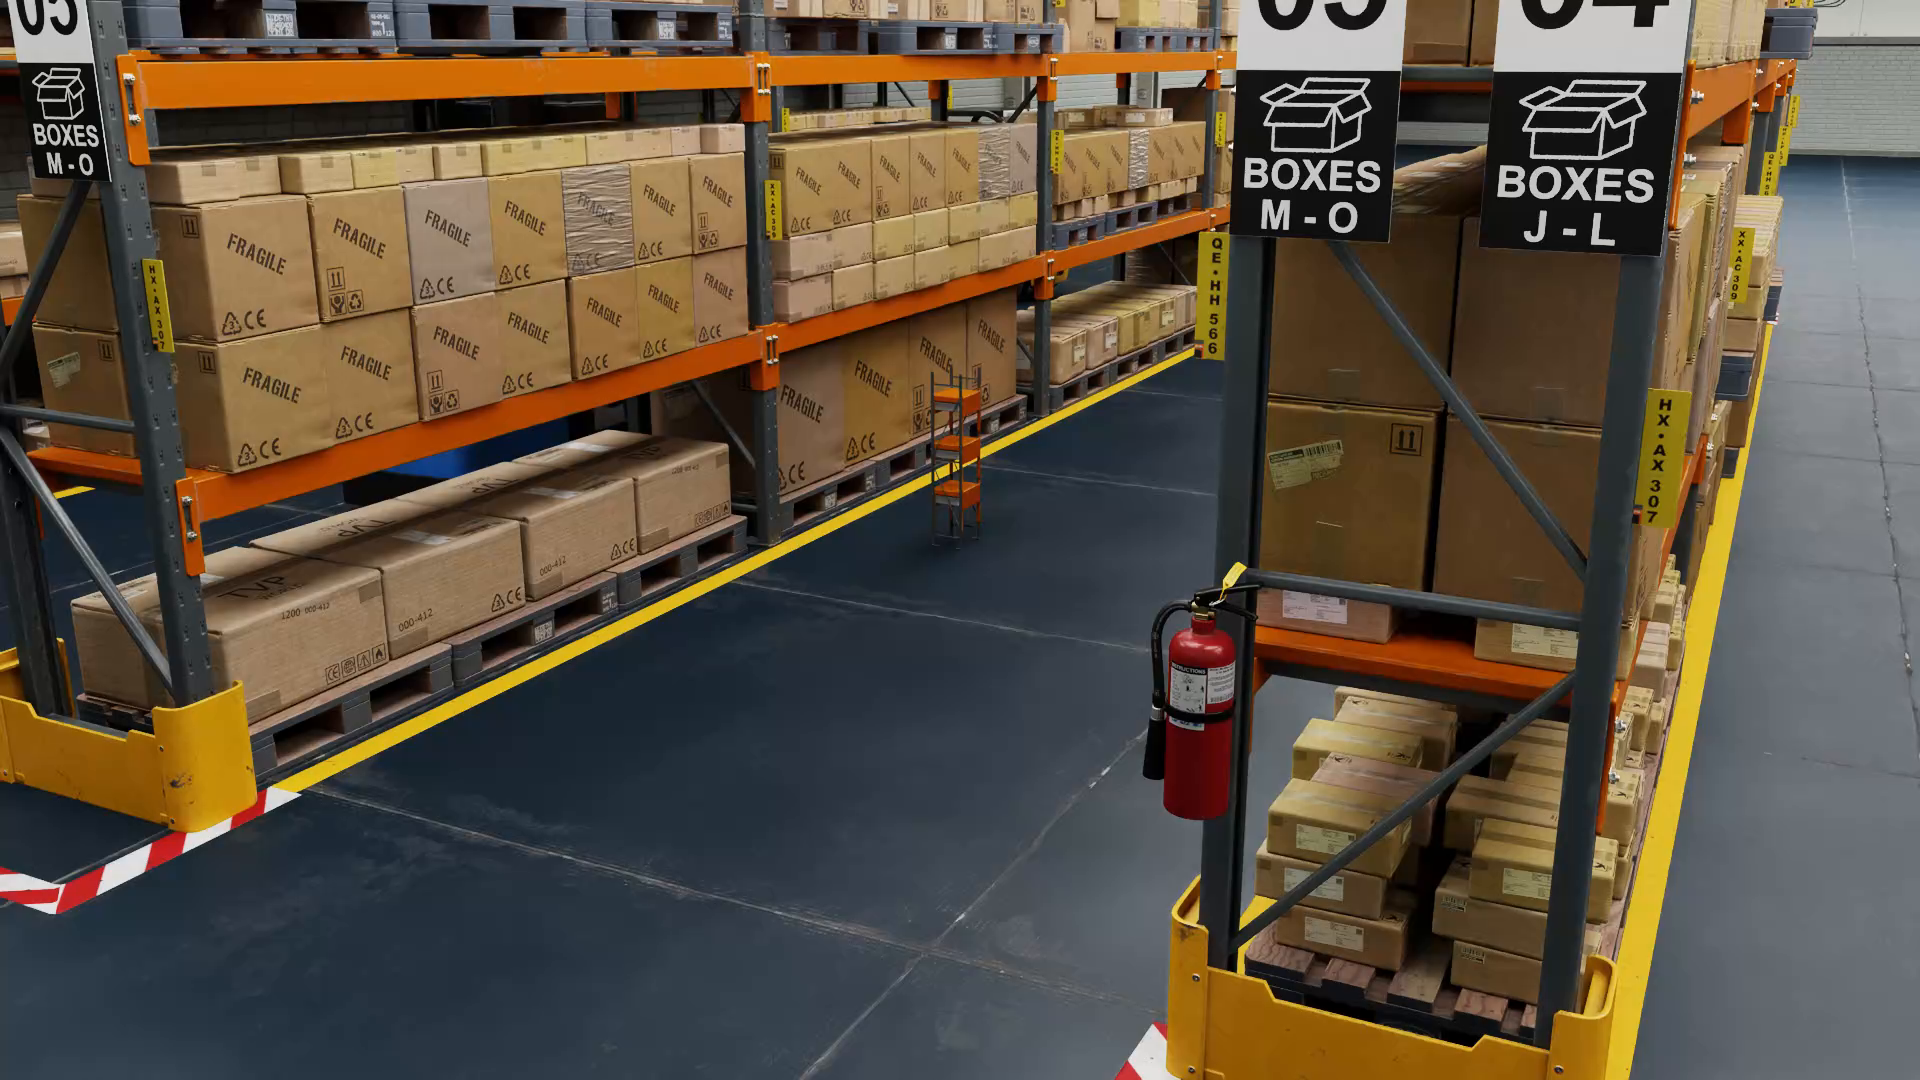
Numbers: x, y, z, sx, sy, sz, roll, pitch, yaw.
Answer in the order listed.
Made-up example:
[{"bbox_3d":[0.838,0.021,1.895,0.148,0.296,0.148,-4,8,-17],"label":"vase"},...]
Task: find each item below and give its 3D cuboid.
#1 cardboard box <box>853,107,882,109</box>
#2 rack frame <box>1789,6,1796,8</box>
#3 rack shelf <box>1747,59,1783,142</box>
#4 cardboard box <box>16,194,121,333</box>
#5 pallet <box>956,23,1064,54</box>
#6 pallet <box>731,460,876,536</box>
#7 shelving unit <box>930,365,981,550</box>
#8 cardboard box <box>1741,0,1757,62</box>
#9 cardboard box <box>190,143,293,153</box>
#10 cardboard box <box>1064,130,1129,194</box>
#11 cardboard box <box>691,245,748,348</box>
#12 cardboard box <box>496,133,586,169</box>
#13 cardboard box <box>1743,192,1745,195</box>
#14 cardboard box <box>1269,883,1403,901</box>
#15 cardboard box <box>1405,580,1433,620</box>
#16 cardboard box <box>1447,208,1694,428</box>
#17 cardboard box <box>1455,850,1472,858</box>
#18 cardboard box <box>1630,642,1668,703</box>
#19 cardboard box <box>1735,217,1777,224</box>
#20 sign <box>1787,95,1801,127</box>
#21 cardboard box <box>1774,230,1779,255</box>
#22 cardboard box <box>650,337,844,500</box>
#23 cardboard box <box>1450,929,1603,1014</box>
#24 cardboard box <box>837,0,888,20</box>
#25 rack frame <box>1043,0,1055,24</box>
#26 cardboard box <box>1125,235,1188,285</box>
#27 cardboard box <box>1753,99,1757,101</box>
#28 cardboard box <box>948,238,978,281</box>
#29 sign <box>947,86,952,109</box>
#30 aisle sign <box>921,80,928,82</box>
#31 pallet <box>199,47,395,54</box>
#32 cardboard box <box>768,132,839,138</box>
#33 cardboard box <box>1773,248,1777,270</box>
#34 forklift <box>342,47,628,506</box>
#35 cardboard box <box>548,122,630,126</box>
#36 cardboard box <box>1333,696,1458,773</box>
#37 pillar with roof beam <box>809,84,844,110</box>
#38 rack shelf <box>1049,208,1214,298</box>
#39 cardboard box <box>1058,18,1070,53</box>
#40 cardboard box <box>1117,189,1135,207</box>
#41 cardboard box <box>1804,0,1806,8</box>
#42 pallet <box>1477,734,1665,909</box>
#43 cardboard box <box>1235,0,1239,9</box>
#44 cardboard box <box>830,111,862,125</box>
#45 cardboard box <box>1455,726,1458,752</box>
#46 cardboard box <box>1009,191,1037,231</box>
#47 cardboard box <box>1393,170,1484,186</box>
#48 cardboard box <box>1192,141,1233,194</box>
[{"bbox_3d":[-1.217,-5.464,21.316,0.380,0.149,0.250,8,19,26],"label":"cardboard box"},{"bbox_3d":[6.505,-5.775,13.662,1.000,3.000,0.127,8,18,25],"label":"rack frame"},{"bbox_3d":[3.824,-2.464,9.046,1.077,0.370,4.000,8,18,25],"label":"rack shelf"},{"bbox_3d":[-3.328,-1.127,6.618,0.500,0.500,0.500,9,19,27],"label":"cardboard box"},{"bbox_3d":[0.004,-3.661,12.145,1.213,0.211,1.003,9,19,28],"label":"pallet"},{"bbox_3d":[-1.265,-0.335,10.781,1.003,0.211,1.213,8,18,25],"label":"pallet"},{"bbox_3d":[-0.024,-0.490,9.829,0.215,1.050,0.252,8,18,25],"label":"shelving unit"},{"bbox_3d":[2.720,-1.942,6.290,0.500,0.250,0.500,8,18,25],"label":"cardboard box"},{"bbox_3d":[-3.068,-1.605,7.088,0.380,0.149,0.250,9,19,27],"label":"cardboard box"},{"bbox_3d":[1.111,-3.231,14.198,0.500,0.500,0.500,8,19,26],"label":"cardboard box"},{"bbox_3d":[-1.521,-1.363,9.168,0.500,0.500,0.500,8,18,26],"label":"cardboard box"},{"bbox_3d":[-2.023,-1.867,7.971,0.380,0.149,0.250,8,18,24],"label":"cardboard box"},{"bbox_3d":[5.835,-2.393,12.637,0.500,0.500,0.500,8,18,25],"label":"cardboard box"},{"bbox_3d":[1.216,1.084,5.376,0.380,0.149,0.250,9,19,27],"label":"cardboard box"},{"bbox_3d":[1.181,0.100,4.859,0.380,0.149,0.250,8,18,25],"label":"cardboard box"},{"bbox_3d":[1.581,-0.593,4.298,0.500,0.500,0.500,8,18,25],"label":"cardboard box"},{"bbox_3d":[1.810,0.943,5.327,0.380,0.149,0.250,8,18,26],"label":"cardboard box"},{"bbox_3d":[2.488,0.484,6.351,0.380,0.149,0.250,7,18,23],"label":"cardboard box"},{"bbox_3d":[4.212,-1.668,9.030,0.380,0.149,0.250,9,19,27],"label":"cardboard box"},{"bbox_3d":[8.772,-4.514,17.504,0.100,0.325,0.005,8,18,25],"label":"sign"},{"bbox_3d":[4.672,-1.784,9.945,0.380,0.149,0.250,9,19,27],"label":"cardboard box"},{"bbox_3d":[-1.337,-0.816,10.498,0.875,0.875,0.875,9,19,27],"label":"cardboard box"},{"bbox_3d":[1.664,1.230,4.884,0.380,0.149,0.250,9,19,26],"label":"cardboard box"},{"bbox_3d":[-0.664,-3.270,10.171,0.380,0.166,0.250,7,18,22],"label":"cardboard box"},{"bbox_3d":[0.245,-5.360,12.266,1.000,3.000,0.127,8,18,25],"label":"rack frame"},{"bbox_3d":[2.056,-2.931,17.397,0.500,0.500,0.500,8,18,25],"label":"cardboard box"},{"bbox_3d":[6.843,-3.733,15.165,0.875,0.550,0.550,8,18,25],"label":"cardboard box"},{"bbox_3d":[-0.203,-1.992,11.727,0.500,0.250,0.500,8,18,25],"label":"cardboard box"},{"bbox_3d":[-0.144,-5.748,21.661,0.100,0.325,0.005,8,18,25],"label":"sign"},{"bbox_3d":[-0.331,-6.378,21.664,0.394,0.787,0.004,8,18,25],"label":"aisle sign"},{"bbox_3d":[-5.170,-3.865,12.832,1.213,0.211,1.003,8,18,25],"label":"pallet"},{"bbox_3d":[-1.099,-2.398,10.897,0.500,0.500,0.500,9,19,27],"label":"cardboard box"},{"bbox_3d":[4.909,-1.777,10.442,0.380,0.149,0.250,8,19,26],"label":"cardboard box"},{"bbox_3d":[-2.883,-1.913,11.317,1.130,2.935,3.031,7,18,22],"label":"forklift"},{"bbox_3d":[-2.016,-2.189,9.054,0.380,0.149,0.250,8,18,26],"label":"cardboard box"},{"bbox_3d":[1.491,0.674,5.712,0.380,0.149,0.250,7,18,23],"label":"cardboard box"},{"bbox_3d":[2.111,-7.418,19.194,9.100,9.000,0.400,8,18,25],"label":"pillar with roof beam"},{"bbox_3d":[1.138,-2.649,14.937,1.077,0.370,4.000,8,18,25],"label":"rack shelf"},{"bbox_3d":[0.651,-3.981,13.128,0.396,0.266,0.258,8,18,25],"label":"cardboard box"},{"bbox_3d":[1.322,-3.030,14.660,0.380,0.149,0.250,9,19,27],"label":"cardboard box"},{"bbox_3d":[8.100,-5.388,16.457,0.500,0.250,0.500,8,18,25],"label":"cardboard box"},{"bbox_3d":[2.118,0.963,6.412,1.003,0.211,1.213,8,18,25],"label":"pallet"},{"bbox_3d":[2.555,-5.311,16.411,0.380,0.149,0.250,9,19,27],"label":"cardboard box"},{"bbox_3d":[-1.402,-5.082,20.031,0.380,0.149,0.250,8,18,26],"label":"cardboard box"},{"bbox_3d":[1.574,0.743,6.000,0.380,0.149,0.250,8,18,26],"label":"cardboard box"},{"bbox_3d":[0.255,-2.496,12.546,0.500,0.250,0.500,8,18,25],"label":"cardboard box"},{"bbox_3d":[1.576,-0.923,5.410,0.500,0.500,0.500,9,19,28],"label":"cardboard box"},{"bbox_3d":[2.478,-3.770,16.752,0.500,0.500,0.500,8,18,25],"label":"cardboard box"}]
